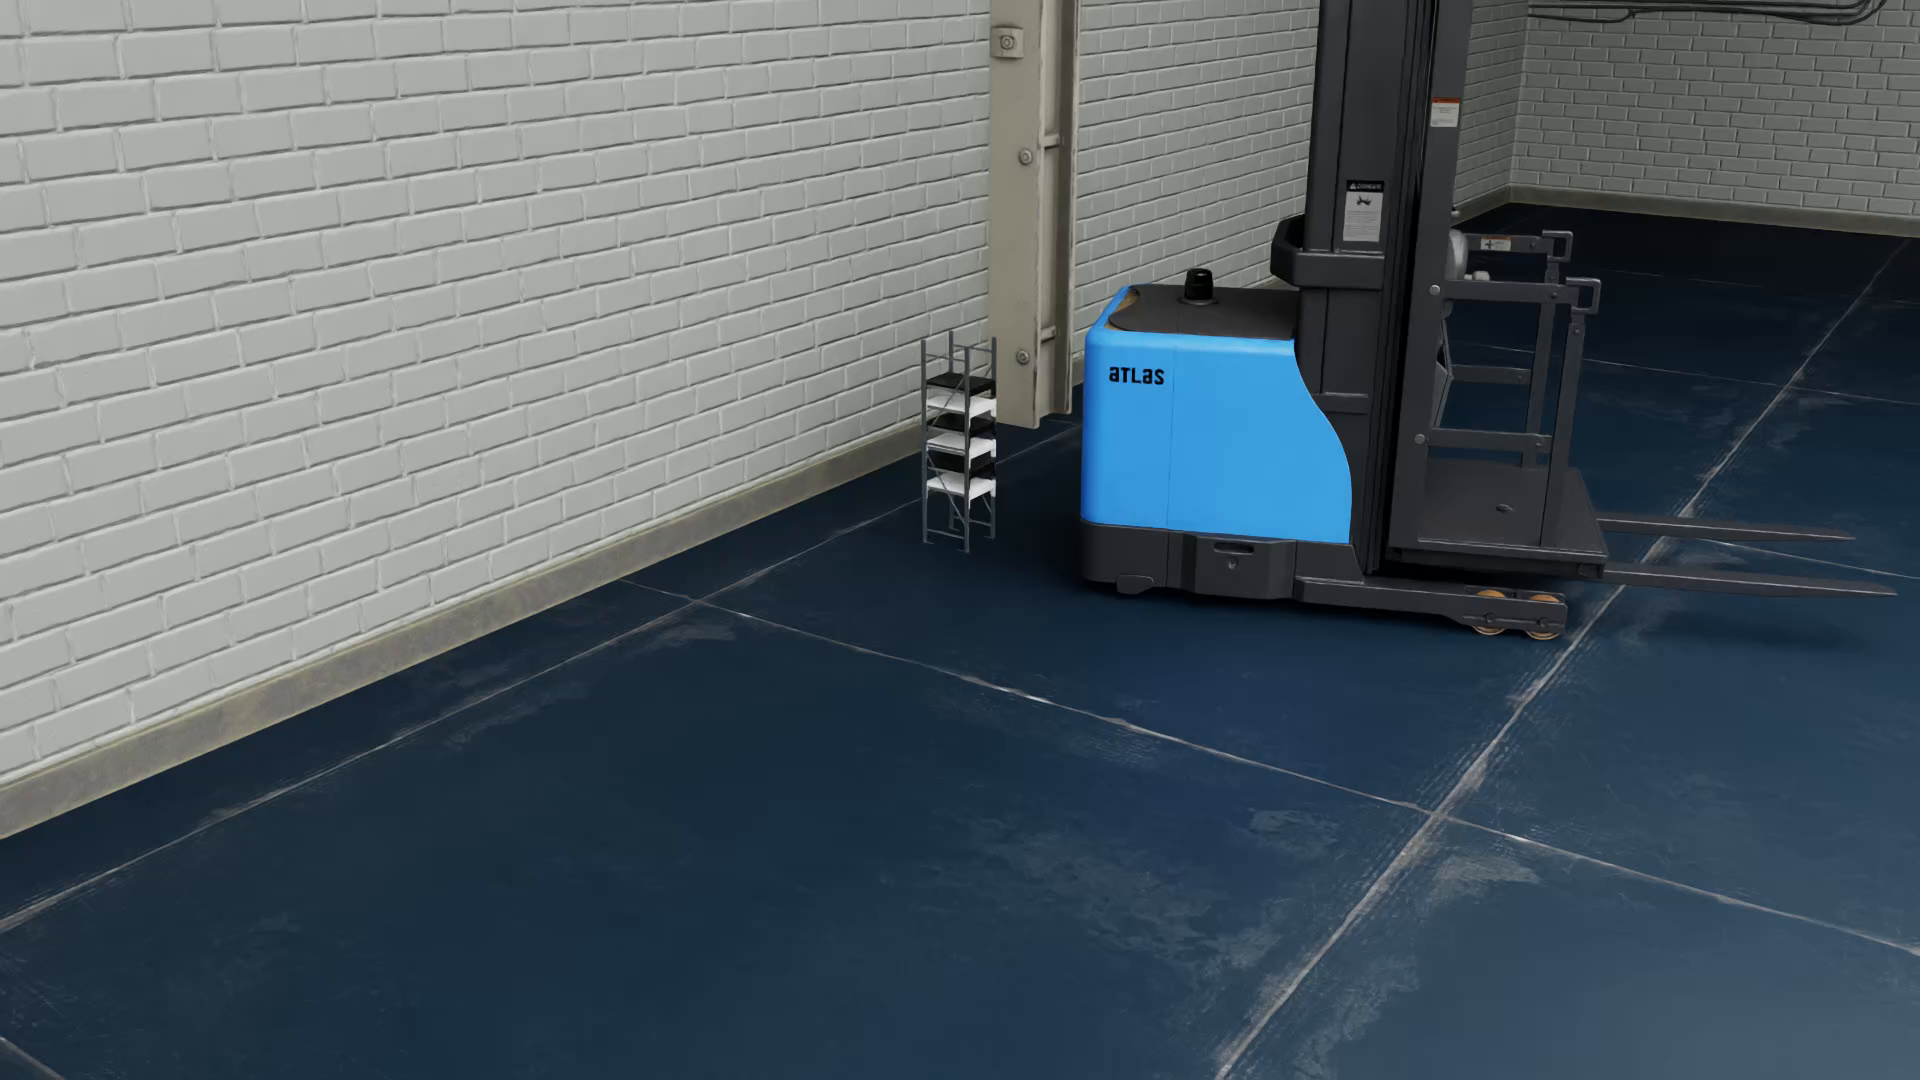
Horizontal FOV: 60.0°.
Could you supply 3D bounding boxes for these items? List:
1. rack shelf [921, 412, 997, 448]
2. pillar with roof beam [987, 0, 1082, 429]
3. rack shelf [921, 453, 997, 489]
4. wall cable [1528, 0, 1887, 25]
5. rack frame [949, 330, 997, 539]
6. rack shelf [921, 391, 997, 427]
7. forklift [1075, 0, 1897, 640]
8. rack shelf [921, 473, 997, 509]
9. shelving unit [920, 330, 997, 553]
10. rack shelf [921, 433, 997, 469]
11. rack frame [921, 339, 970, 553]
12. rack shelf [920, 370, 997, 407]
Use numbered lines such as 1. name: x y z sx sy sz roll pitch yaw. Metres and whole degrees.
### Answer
1. rack shelf: -0.005 -0.473 7.083 0.258 0.077 0.200 13 24 32
2. pillar with roof beam: 3.941 -4.060 5.269 9.100 9.000 0.400 13 24 32
3. rack shelf: -0.005 -0.304 7.145 0.258 0.077 0.200 13 24 32
4. wall cable: 6.503 -5.752 14.319 3.097 2.526 0.112 13 24 32
5. rack frame: 0.053 -0.449 7.181 0.240 0.900 0.006 13 24 32
6. rack shelf: -0.005 -0.557 7.052 0.258 0.077 0.200 13 24 32
7. forklift: 2.039 -1.203 6.291 3.031 2.935 1.130 5 21 13
8. rack shelf: -0.005 -0.220 7.177 0.258 0.077 0.200 13 24 32
9. shelving unit: -0.005 -0.420 7.103 0.258 0.900 0.210 13 24 32
10. rack shelf: -0.005 -0.388 7.114 0.258 0.077 0.200 13 24 32
11. rack frame: -0.062 -0.391 7.024 0.240 0.900 0.006 13 24 32
12. rack shelf: -0.005 -0.642 7.020 0.258 0.077 0.200 13 24 32
